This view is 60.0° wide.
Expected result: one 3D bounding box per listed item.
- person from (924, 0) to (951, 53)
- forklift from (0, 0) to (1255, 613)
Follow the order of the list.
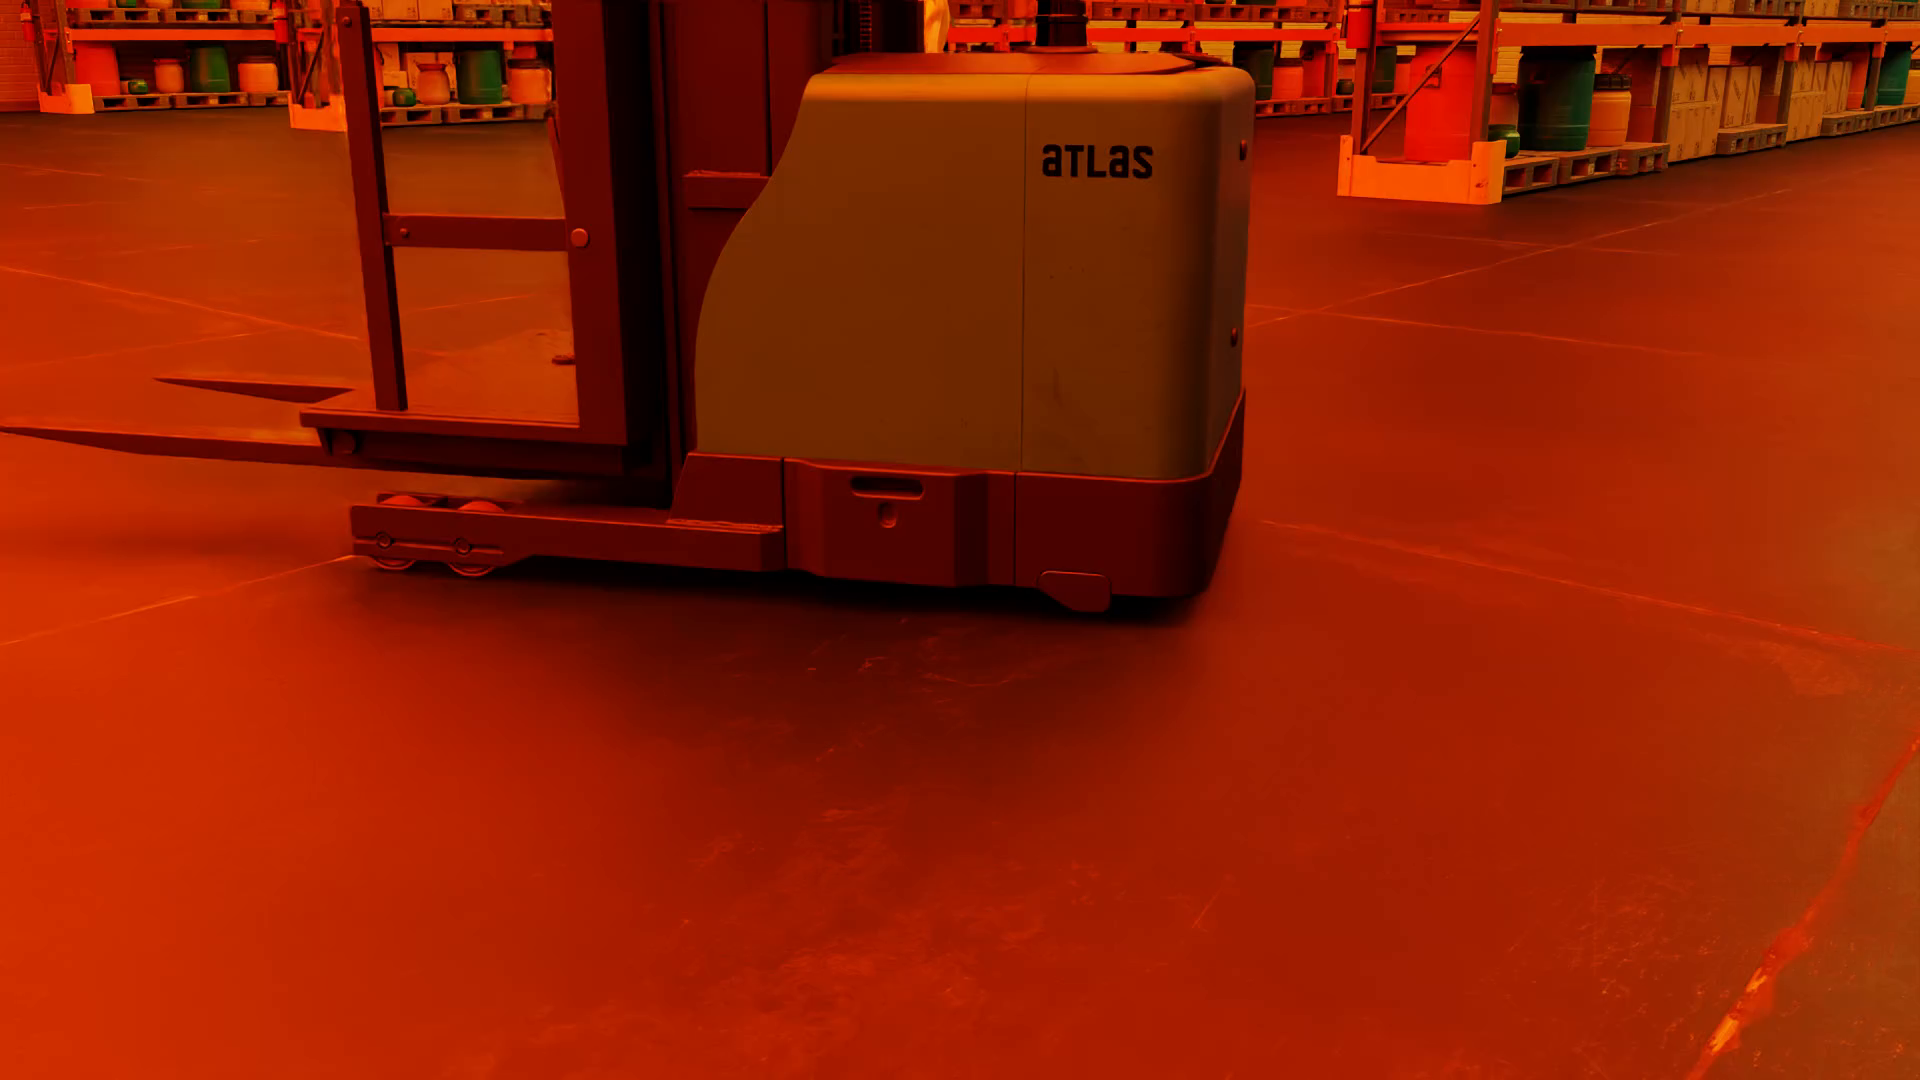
[{"bbox_3d":[-0.122,-1.521,5.980,0.509,1.731,0.775,-2,17,-6],"label":"person"},{"bbox_3d":[-0.868,-1.464,3.719,3.031,2.935,1.130,4,17,13],"label":"forklift"}]
